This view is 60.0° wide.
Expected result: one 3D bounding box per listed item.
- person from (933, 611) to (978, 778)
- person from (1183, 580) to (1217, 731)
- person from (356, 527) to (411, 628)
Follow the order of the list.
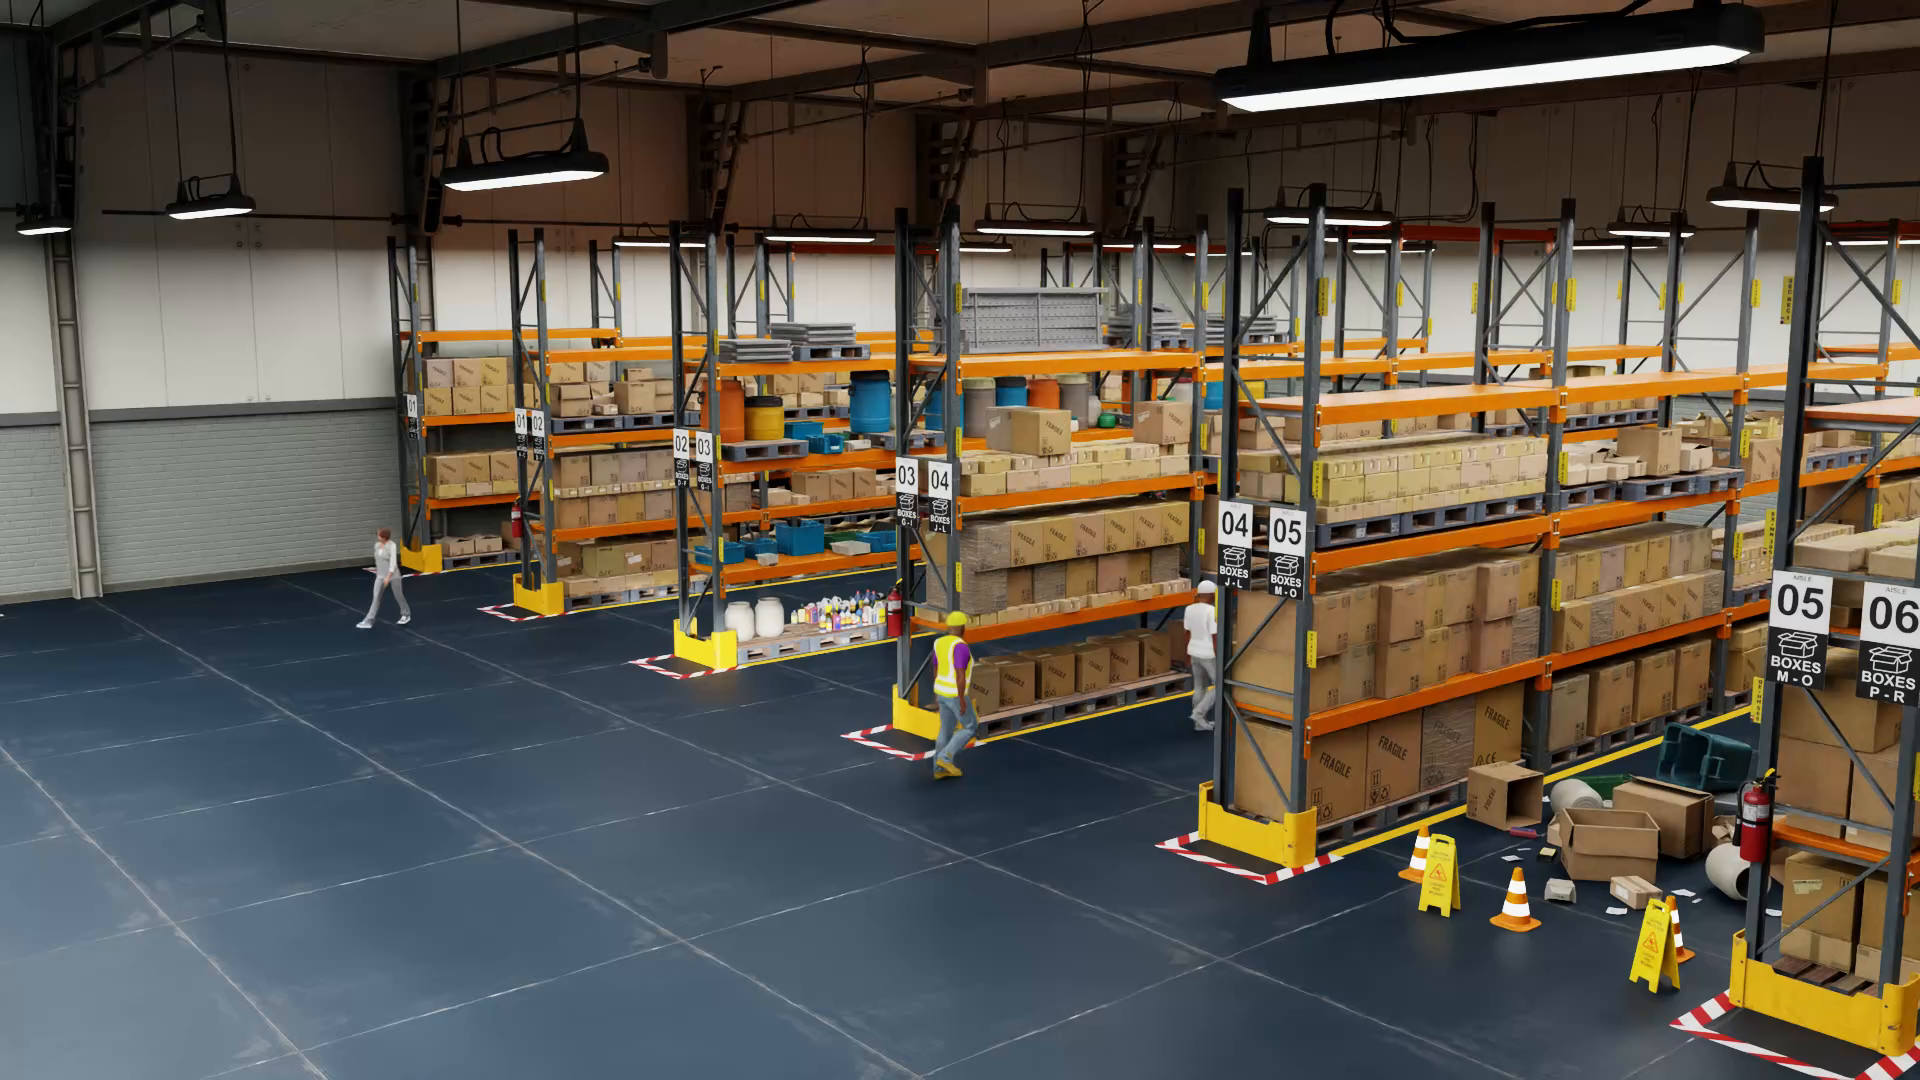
[{"bbox_3d":[-0.083,1.626,17.430,0.476,1.751,0.621,-4,10,-26],"label":"person"},{"bbox_3d":[2.806,1.350,19.275,0.518,1.767,0.597,-6,11,-36],"label":"person"},{"bbox_3d":[-8.639,0.568,24.949,0.436,1.518,1.003,2,9,14],"label":"person"}]
